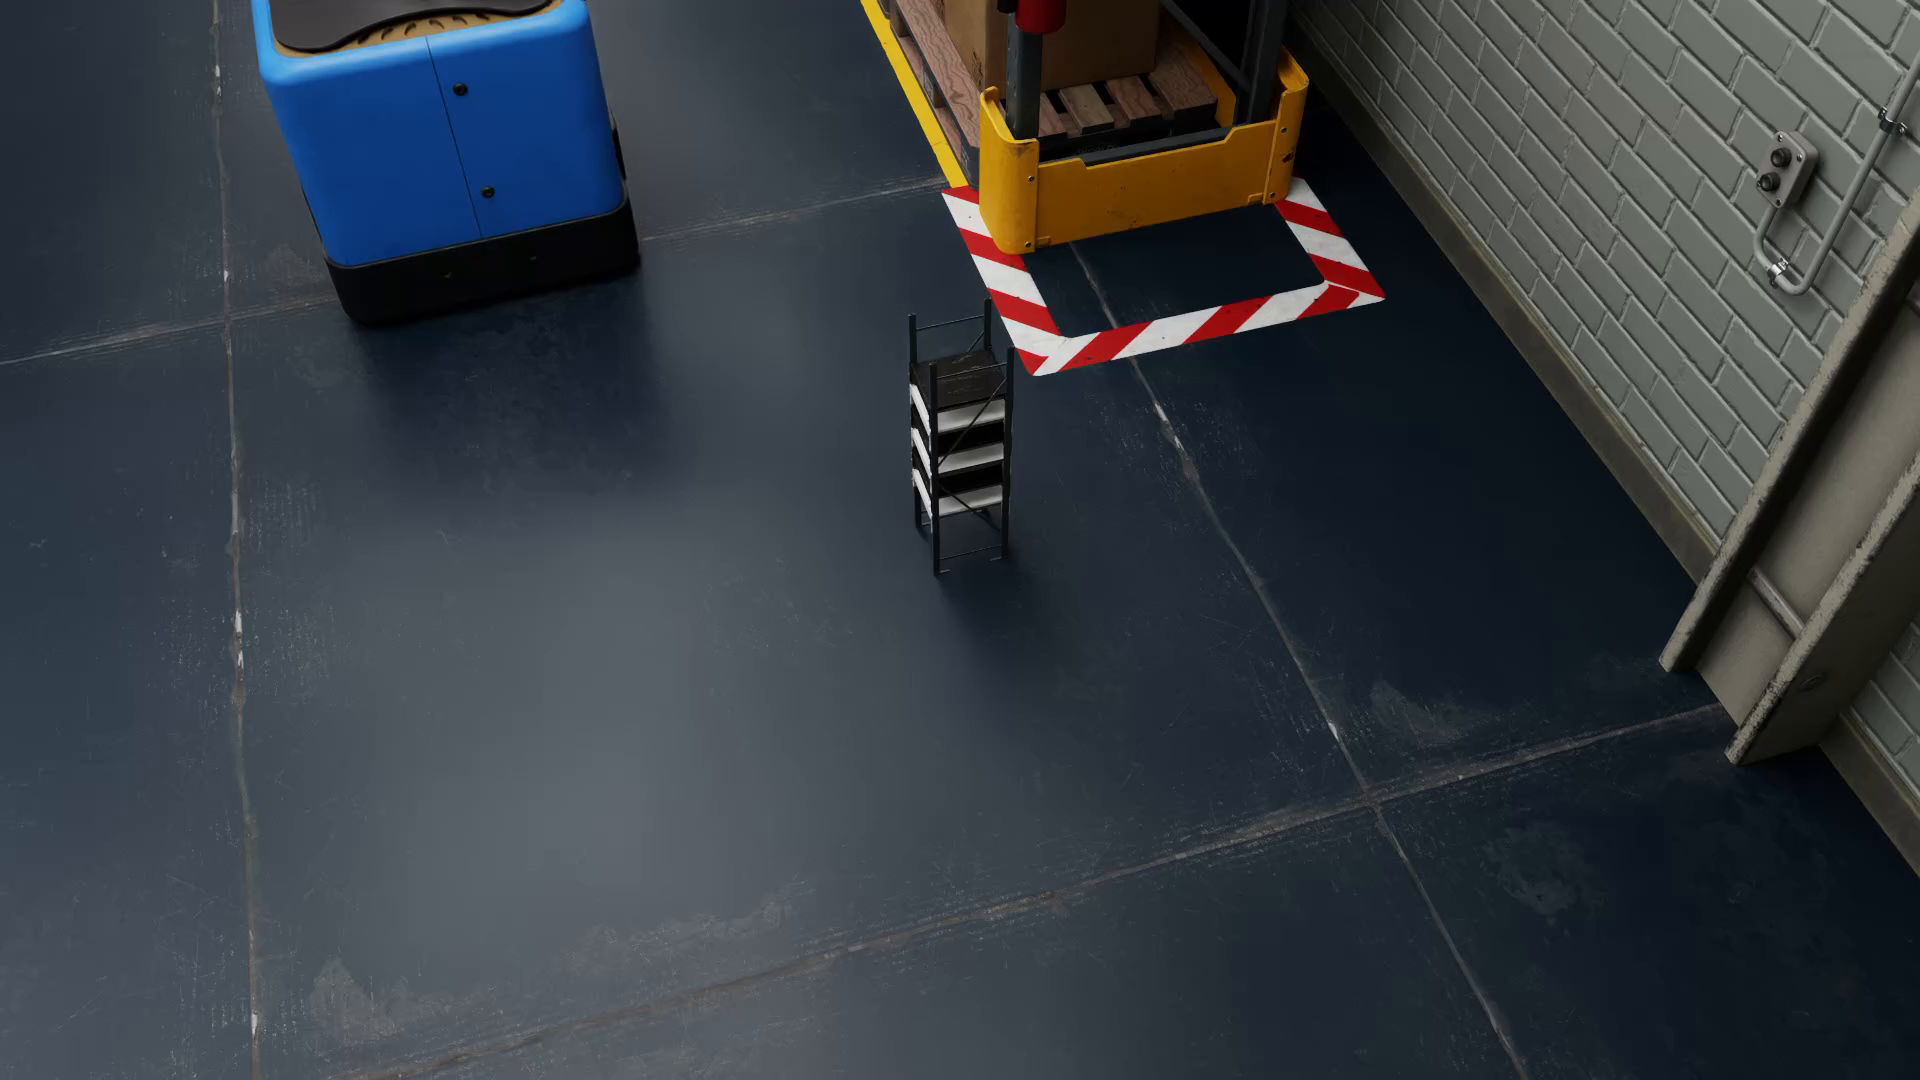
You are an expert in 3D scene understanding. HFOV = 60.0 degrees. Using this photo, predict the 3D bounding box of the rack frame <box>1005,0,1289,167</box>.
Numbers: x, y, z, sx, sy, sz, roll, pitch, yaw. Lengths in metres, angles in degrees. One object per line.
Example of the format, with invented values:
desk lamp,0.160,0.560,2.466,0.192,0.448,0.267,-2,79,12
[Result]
rack frame,0.658,-2.281,5.211,1.000,3.000,0.127,-13,51,-11

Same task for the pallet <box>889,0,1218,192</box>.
pallet,0.346,-1.948,6.754,1.003,0.211,1.213,-13,51,-11

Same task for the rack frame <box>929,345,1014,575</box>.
rack frame,0.032,-0.210,4.838,0.240,0.900,0.006,-13,51,-11

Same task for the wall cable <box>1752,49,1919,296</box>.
wall cable,1.940,-1.887,4.214,0.084,1.984,1.851,-13,51,-11

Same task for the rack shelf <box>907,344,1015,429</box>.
rack shelf,0.002,-0.437,4.720,0.258,0.077,0.200,-13,51,-11

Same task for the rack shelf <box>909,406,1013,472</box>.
rack shelf,0.002,-0.321,4.858,0.258,0.077,0.200,-13,51,-11

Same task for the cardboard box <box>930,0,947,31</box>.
cardboard box,0.207,-2.464,6.726,0.700,0.500,0.500,-13,51,-11

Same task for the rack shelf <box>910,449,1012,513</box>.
rack shelf,0.002,-0.205,4.995,0.258,0.077,0.200,-13,51,-11

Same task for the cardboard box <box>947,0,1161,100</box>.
cardboard box,0.355,-2.099,6.418,0.700,0.500,0.500,-13,51,-11

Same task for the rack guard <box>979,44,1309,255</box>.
rack guard,0.665,-1.457,6.152,1.175,0.500,0.348,-13,51,-11

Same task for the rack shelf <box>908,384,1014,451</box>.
rack shelf,0.002,-0.379,4.789,0.258,0.077,0.200,-13,51,-11

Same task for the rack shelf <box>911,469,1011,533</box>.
rack shelf,0.002,-0.147,5.064,0.258,0.077,0.200,-13,51,-11

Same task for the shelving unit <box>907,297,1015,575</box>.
shelving unit,0.002,-0.284,4.901,0.258,0.900,0.210,-13,51,-11

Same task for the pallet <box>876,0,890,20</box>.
pallet,-0.011,-2.838,7.504,1.003,0.211,1.213,-13,51,-11

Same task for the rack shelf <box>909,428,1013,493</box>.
rack shelf,0.002,-0.263,4.926,0.258,0.077,0.200,-13,51,-11

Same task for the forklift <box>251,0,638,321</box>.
forklift,-2.132,-2.864,5.747,1.130,2.935,3.031,-15,51,-12

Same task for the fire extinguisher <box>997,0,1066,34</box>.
fire extinguisher,0.261,-1.921,5.202,0.296,0.674,0.183,-13,51,-11

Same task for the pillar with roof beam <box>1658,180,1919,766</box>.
pillar with roof beam,-1.830,-1.465,0.599,9.100,9.000,0.400,-13,51,-11

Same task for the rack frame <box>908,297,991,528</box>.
rack frame,-0.028,-0.358,4.964,0.240,0.900,0.006,-13,51,-11
